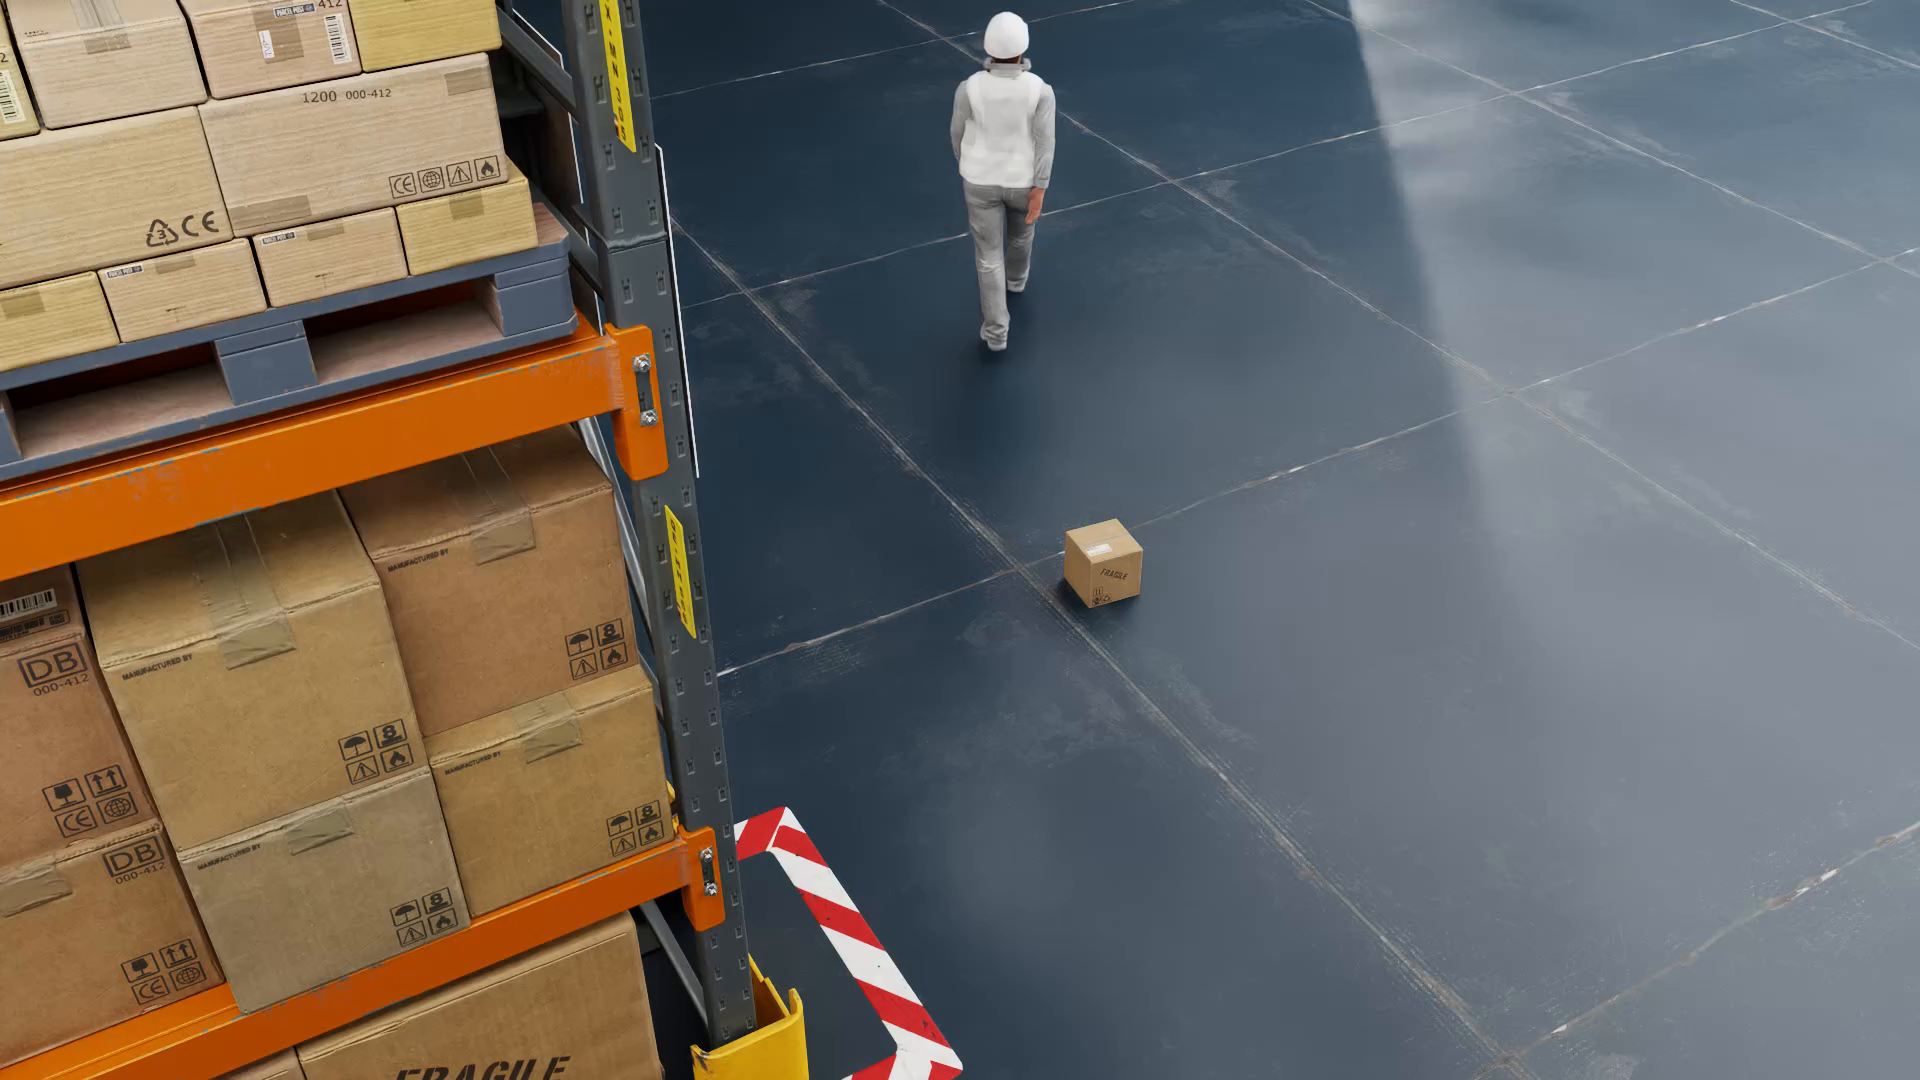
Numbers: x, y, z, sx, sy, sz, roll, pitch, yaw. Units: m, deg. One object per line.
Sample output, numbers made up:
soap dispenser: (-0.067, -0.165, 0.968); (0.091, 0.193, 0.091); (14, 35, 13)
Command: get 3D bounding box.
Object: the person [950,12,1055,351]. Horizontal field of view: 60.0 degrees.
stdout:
person: (0.214, -1.957, 8.757); (0.532, 1.716, 1.038); (-1, 37, -2)
